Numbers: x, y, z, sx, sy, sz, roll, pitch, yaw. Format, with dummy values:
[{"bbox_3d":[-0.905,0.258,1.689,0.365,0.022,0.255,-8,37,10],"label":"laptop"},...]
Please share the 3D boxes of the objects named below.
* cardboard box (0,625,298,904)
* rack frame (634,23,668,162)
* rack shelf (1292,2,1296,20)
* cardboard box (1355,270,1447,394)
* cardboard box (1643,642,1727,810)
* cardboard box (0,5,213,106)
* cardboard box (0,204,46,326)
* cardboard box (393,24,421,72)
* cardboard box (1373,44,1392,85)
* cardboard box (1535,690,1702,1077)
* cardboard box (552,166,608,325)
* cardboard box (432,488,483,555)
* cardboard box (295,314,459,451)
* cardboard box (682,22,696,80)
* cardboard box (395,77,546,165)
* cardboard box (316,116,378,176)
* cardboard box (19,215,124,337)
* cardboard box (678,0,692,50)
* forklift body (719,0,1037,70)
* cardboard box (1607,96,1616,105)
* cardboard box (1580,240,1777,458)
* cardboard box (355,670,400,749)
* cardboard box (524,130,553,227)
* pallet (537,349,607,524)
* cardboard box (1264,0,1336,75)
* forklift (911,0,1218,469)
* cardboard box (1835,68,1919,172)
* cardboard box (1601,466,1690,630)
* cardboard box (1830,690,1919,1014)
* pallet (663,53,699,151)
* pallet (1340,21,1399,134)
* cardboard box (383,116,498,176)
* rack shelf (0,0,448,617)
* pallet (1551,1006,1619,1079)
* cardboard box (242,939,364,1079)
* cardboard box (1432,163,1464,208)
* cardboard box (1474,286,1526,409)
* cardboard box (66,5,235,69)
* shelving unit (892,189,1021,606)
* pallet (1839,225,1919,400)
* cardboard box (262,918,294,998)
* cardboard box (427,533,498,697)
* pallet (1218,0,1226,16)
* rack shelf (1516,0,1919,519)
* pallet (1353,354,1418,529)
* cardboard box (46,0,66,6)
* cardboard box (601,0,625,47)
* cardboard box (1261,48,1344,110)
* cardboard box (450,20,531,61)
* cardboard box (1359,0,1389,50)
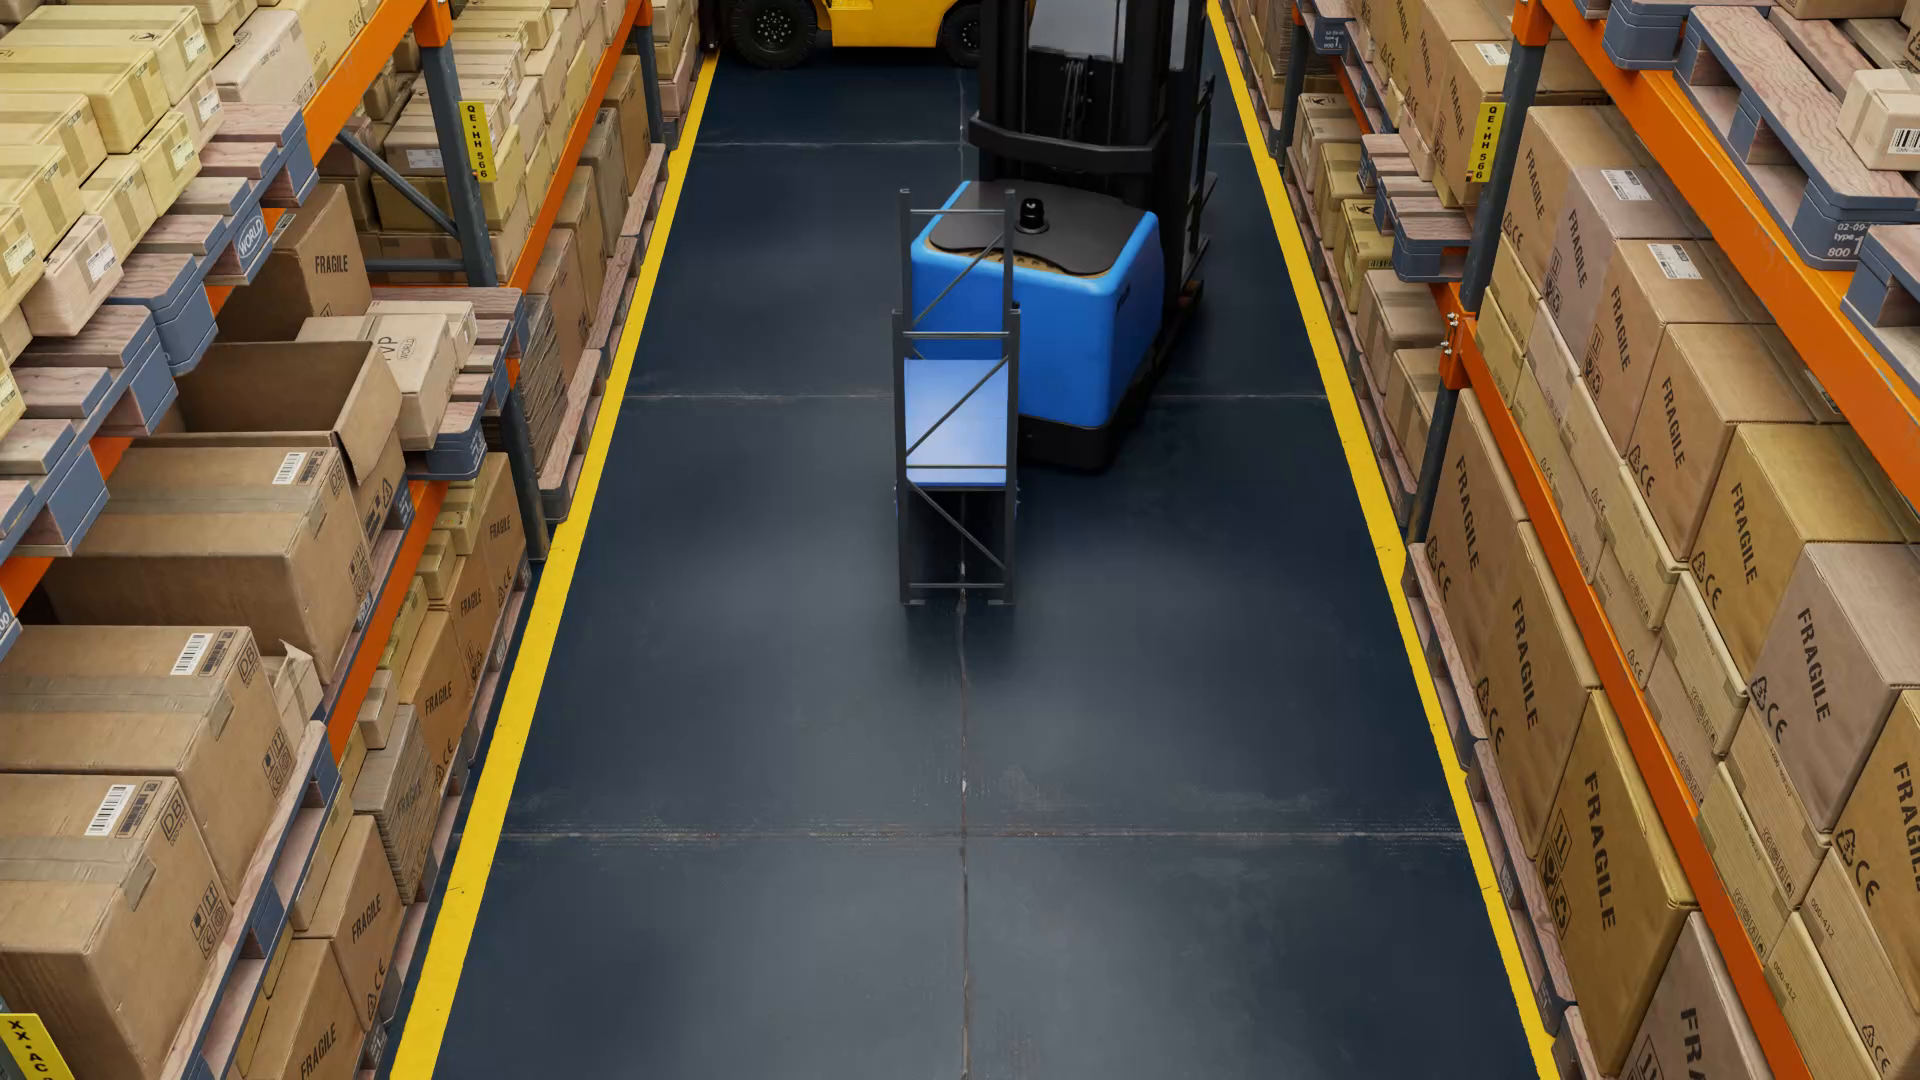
[{"bbox_3d":[-2.172,0.566,4.229,0.700,0.500,0.500,0,39,0],"label":"cardboard box"},{"bbox_3d":[-2.403,-3.607,9.852,1.000,3.000,0.127,0,39,0],"label":"rack frame"},{"bbox_3d":[2.558,-4.583,11.645,1.077,0.370,4.000,0,39,0],"label":"rack shelf"},{"bbox_3d":[2.565,-1.065,8.445,0.950,0.372,0.625,-1,39,-1],"label":"cardboard box"},{"bbox_3d":[2.336,0.534,4.805,0.500,0.250,0.500,-1,39,-1],"label":"cardboard box"},{"bbox_3d":[-2.016,-1.146,3.930,0.380,0.149,0.250,0,39,0],"label":"cardboard box"},{"bbox_3d":[-1.985,-0.508,3.134,0.380,0.149,0.250,-1,39,-1],"label":"cardboard box"},{"bbox_3d":[-2.645,-2.243,7.552,0.380,0.149,0.250,0,39,0],"label":"cardboard box"},{"bbox_3d":[2.248,-2.351,8.150,0.380,0.149,0.250,-1,39,-1],"label":"cardboard box"},{"bbox_3d":[2.480,1.103,5.339,0.875,0.875,0.875,1,39,1],"label":"cardboard box"},{"bbox_3d":[-2.395,-1.562,8.864,0.875,0.625,0.625,-2,39,-2],"label":"cardboard box"},{"bbox_3d":[-2.114,-0.068,6.580,0.380,0.149,0.250,-2,39,-2],"label":"cardboard box"},{"bbox_3d":[-2.074,-0.551,5.824,0.500,0.250,0.500,-2,39,-2],"label":"cardboard box"},{"bbox_3d":[-2.089,-3.318,11.355,0.500,0.250,0.500,-1,39,-1],"label":"cardboard box"},{"bbox_3d":[-2.154,-1.833,7.359,0.500,0.250,0.500,1,39,1],"label":"cardboard box"},{"bbox_3d":[-2.602,-1.601,6.750,0.380,0.149,0.250,1,39,1],"label":"cardboard box"},{"bbox_3d":[-1.976,-0.545,3.418,0.380,0.149,0.250,0,39,1],"label":"cardboard box"},{"bbox_3d":[-2.098,-3.511,11.195,0.500,0.250,0.500,0,39,0],"label":"cardboard box"},{"bbox_3d":[-0.581,-4.593,11.761,2.313,2.155,1.214,0,39,0],"label":"forklift body"},{"bbox_3d":[2.796,-1.712,6.834,0.500,0.500,0.500,-1,39,-1],"label":"cardboard box"},{"bbox_3d":[2.316,-0.598,5.218,0.500,0.500,0.500,1,39,1],"label":"cardboard box"},{"bbox_3d":[-2.171,0.591,5.759,0.380,0.149,0.250,-2,39,-2],"label":"cardboard box"},{"bbox_3d":[-2.151,-1.639,7.517,0.500,0.250,0.500,-1,39,-1],"label":"cardboard box"},{"bbox_3d":[-2.361,-0.532,8.245,1.003,0.211,1.213,0,39,0],"label":"pallet"},{"bbox_3d":[2.291,-3.366,10.815,0.500,0.500,0.500,-1,39,-1],"label":"cardboard box"},{"bbox_3d":[0.730,-2.412,8.416,1.130,2.935,3.031,13,41,16],"label":"forklift"},{"bbox_3d":[2.417,-1.036,4.096,0.380,0.166,0.250,3,39,4],"label":"cardboard box"},{"bbox_3d":[2.294,0.021,5.045,0.500,0.250,0.500,1,39,1],"label":"cardboard box"},{"bbox_3d":[2.318,0.682,3.621,0.500,0.500,0.500,1,39,1],"label":"cardboard box"},{"bbox_3d":[-2.362,-3.016,11.345,1.003,0.211,1.213,0,39,0],"label":"pallet"},{"bbox_3d":[2.522,-2.275,8.343,1.003,0.211,1.213,0,39,0],"label":"pallet"},{"bbox_3d":[-2.105,-1.597,6.746,0.380,0.149,0.250,1,39,1],"label":"cardboard box"},{"bbox_3d":[-2.397,-0.745,4.457,1.077,0.370,4.000,0,39,0],"label":"rack shelf"},{"bbox_3d":[2.493,1.996,5.091,1.003,0.211,1.213,0,39,0],"label":"pallet"},{"bbox_3d":[-2.180,1.572,5.053,0.500,0.500,0.500,-1,39,-1],"label":"cardboard box"},{"bbox_3d":[2.257,-1.550,7.150,0.380,0.149,0.250,1,39,1],"label":"cardboard box"},{"bbox_3d":[2.314,-0.747,6.403,0.500,0.250,0.500,-1,39,-1],"label":"cardboard box"},{"bbox_3d":[-2.182,-1.347,4.435,0.380,0.149,0.250,1,39,1],"label":"cardboard box"},{"bbox_3d":[-0.013,-0.621,7.325,0.538,1.500,1.048,0,39,0],"label":"shelving unit"},{"bbox_3d":[2.519,-0.279,3.454,0.805,0.209,1.217,-1,39,-2],"label":"pallet"},{"bbox_3d":[-2.232,1.225,4.967,0.380,0.149,0.250,-1,39,-1],"label":"cardboard box"},{"bbox_3d":[-2.193,0.283,6.661,0.500,0.500,0.500,-1,39,-1],"label":"cardboard box"},{"bbox_3d":[2.521,-4.471,13.160,1.003,0.211,1.213,0,39,0],"label":"pallet"},{"bbox_3d":[2.567,-0.751,4.465,1.077,0.370,4.000,0,39,0],"label":"rack shelf"},{"bbox_3d":[2.565,-0.512,8.220,1.003,0.211,1.213,0,39,0],"label":"pallet"},{"bbox_3d":[-2.700,-1.508,4.636,0.380,0.149,0.250,-1,39,-1],"label":"cardboard box"},{"bbox_3d":[-2.135,-2.919,9.114,0.500,0.250,0.500,0,39,0],"label":"cardboard box"},{"bbox_3d":[2.291,-3.073,11.049,0.500,0.250,0.500,2,39,2],"label":"cardboard box"},{"bbox_3d":[-2.175,-2.245,7.555,0.380,0.149,0.250,0,39,0],"label":"cardboard box"},{"bbox_3d":[2.273,-2.695,8.060,0.500,0.500,0.500,-2,39,-2],"label":"cardboard box"}]
